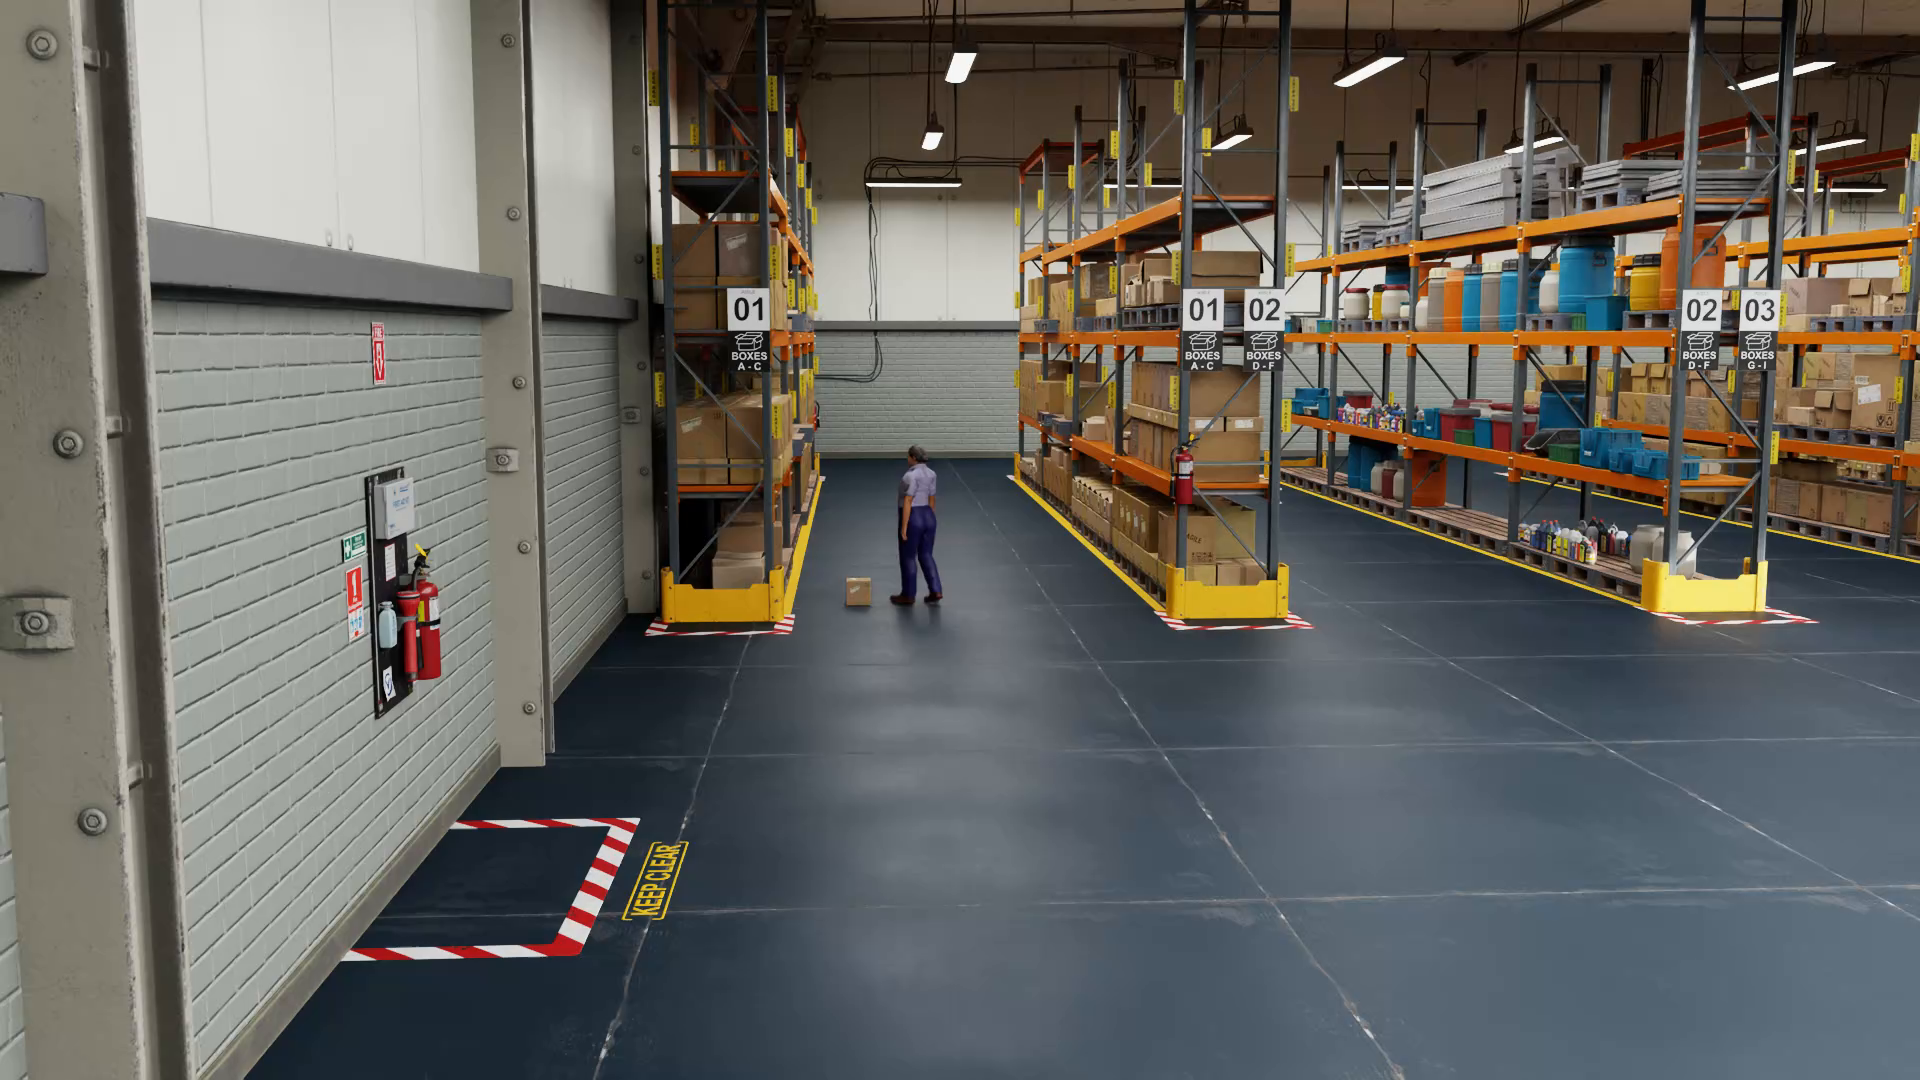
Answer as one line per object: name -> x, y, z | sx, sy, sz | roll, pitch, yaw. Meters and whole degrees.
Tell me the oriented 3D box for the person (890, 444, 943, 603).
person -> -0.464, -0.163, 17.083 | 0.577, 1.638, 0.494 | 5, 9, 37
